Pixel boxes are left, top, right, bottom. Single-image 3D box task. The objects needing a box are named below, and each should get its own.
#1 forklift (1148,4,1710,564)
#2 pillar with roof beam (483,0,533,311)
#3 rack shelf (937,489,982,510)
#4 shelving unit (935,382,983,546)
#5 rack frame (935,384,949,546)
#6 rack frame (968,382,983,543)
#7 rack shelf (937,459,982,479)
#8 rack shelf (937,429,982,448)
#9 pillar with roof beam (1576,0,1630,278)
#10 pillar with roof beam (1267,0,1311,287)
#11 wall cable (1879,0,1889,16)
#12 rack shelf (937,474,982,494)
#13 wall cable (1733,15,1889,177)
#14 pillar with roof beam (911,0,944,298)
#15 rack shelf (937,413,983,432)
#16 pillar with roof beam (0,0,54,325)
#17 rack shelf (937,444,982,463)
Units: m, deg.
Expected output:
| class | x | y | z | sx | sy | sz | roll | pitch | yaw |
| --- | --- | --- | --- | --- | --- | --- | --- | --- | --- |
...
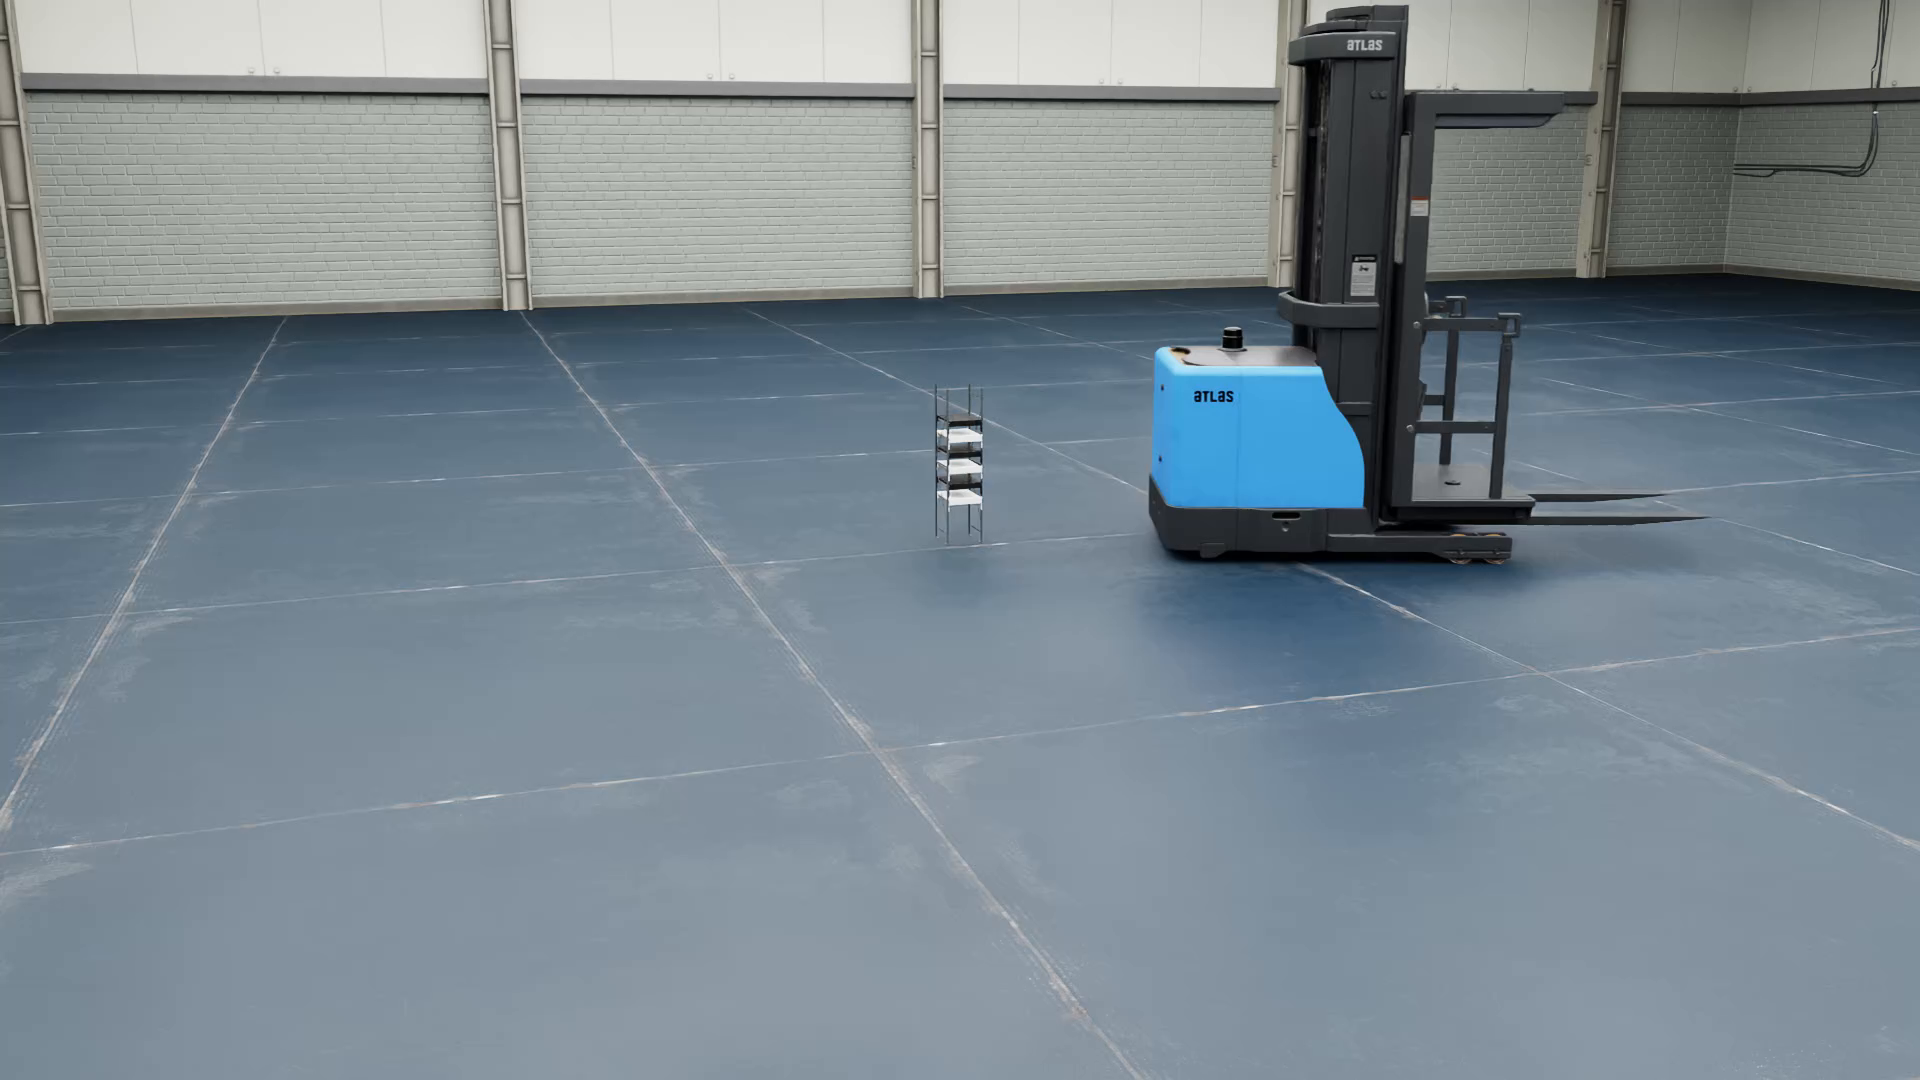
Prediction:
| class | x | y | z | sx | sy | sz | roll | pitch | yaw |
| --- | --- | --- | --- | --- | --- | --- | --- | --- | --- |
| forklift | 2.647 | -1.417 | 9.265 | 3.031 | 2.935 | 1.130 | 0 | 13 | 0 |
| pillar with roof beam | -4.793 | -6.651 | 18.160 | 0.400 | 9.000 | 9.100 | -4 | 14 | -18 |
| rack shelf | -0.008 | -0.230 | 9.586 | 0.200 | 0.077 | 0.258 | -4 | 14 | -18 |
| shelving unit | -0.008 | -0.437 | 9.536 | 0.210 | 0.900 | 0.258 | -4 | 14 | -18 |
| rack frame | -0.104 | -0.430 | 9.505 | 0.006 | 0.900 | 0.240 | -4 | 14 | -18 |
| rack frame | 0.089 | -0.445 | 9.568 | 0.006 | 0.900 | 0.240 | -4 | 14 | -18 |
| rack shelf | -0.008 | -0.405 | 9.544 | 0.200 | 0.077 | 0.258 | -4 | 14 | -18 |
| rack shelf | -0.008 | -0.580 | 9.502 | 0.200 | 0.077 | 0.258 | -4 | 14 | -18 |
| pillar with roof beam | 12.267 | -7.980 | 23.745 | 0.400 | 9.000 | 9.100 | -4 | 14 | -18 |
| pillar with roof beam | 6.581 | -7.537 | 21.883 | 0.400 | 9.000 | 9.100 | -4 | 14 | -18 |
| wall cable | 14.971 | -9.204 | 24.689 | 0.112 | 2.526 | 3.097 | -4 | 14 | -18 |
| rack shelf | -0.008 | -0.317 | 9.565 | 0.200 | 0.077 | 0.258 | -4 | 14 | -18 |
| wall cable | 14.108 | -7.341 | 27.768 | 0.112 | 2.526 | 3.097 | -4 | 14 | -18 |
| pillar with roof beam | 0.894 | -7.094 | 20.021 | 0.400 | 9.000 | 9.100 | -4 | 14 | -18 |
| rack shelf | -0.008 | -0.667 | 9.481 | 0.200 | 0.077 | 0.258 | -4 | 14 | -18 |
| pillar with roof beam | -10.479 | -6.209 | 16.298 | 0.400 | 9.000 | 9.100 | -4 | 14 | -18 |
| rack shelf | -0.008 | -0.492 | 9.523 | 0.200 | 0.077 | 0.258 | -4 | 14 | -18 |
